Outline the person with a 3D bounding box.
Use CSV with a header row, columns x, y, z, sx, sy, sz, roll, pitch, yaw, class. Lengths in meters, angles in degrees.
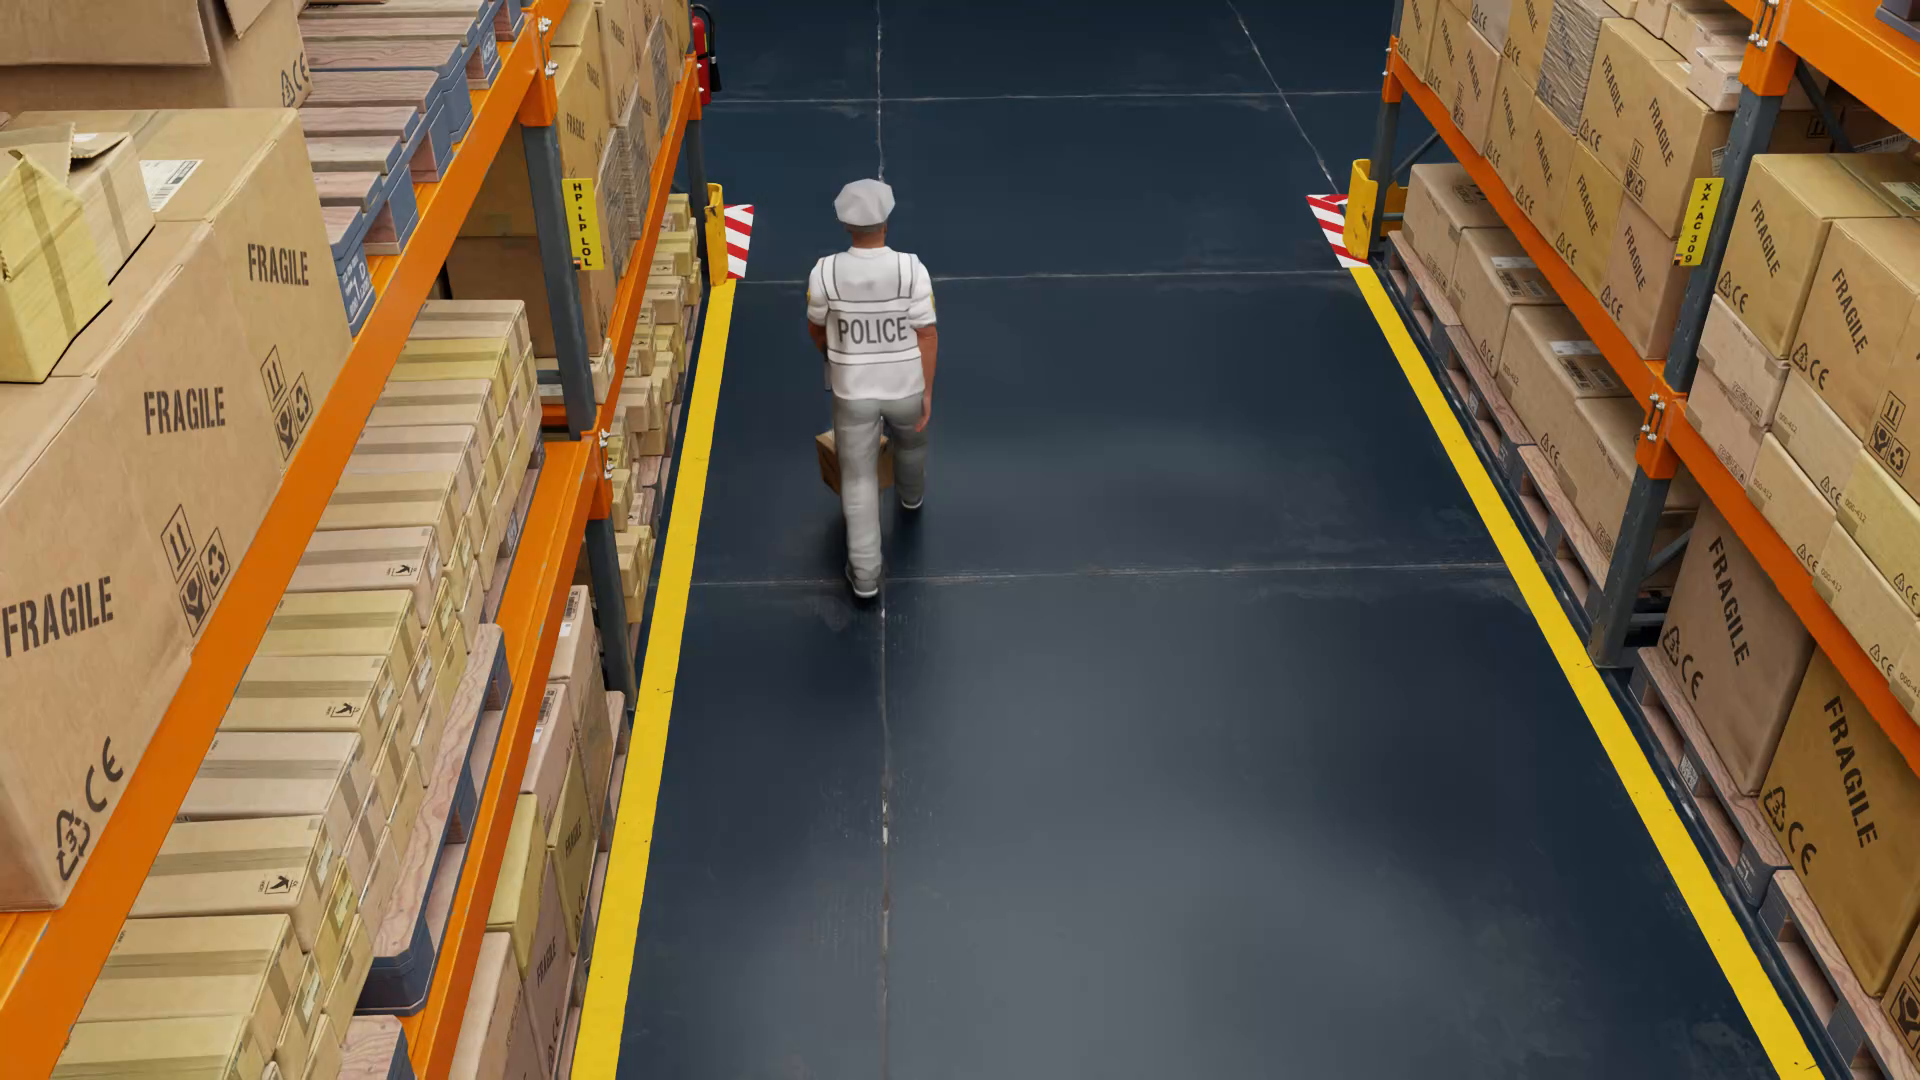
x,y,z,sx,sy,sz,roll,pitch,yaw,class
-0.372,-0.716,7.158,0.544,1.714,1.030,-3,35,-4,person
